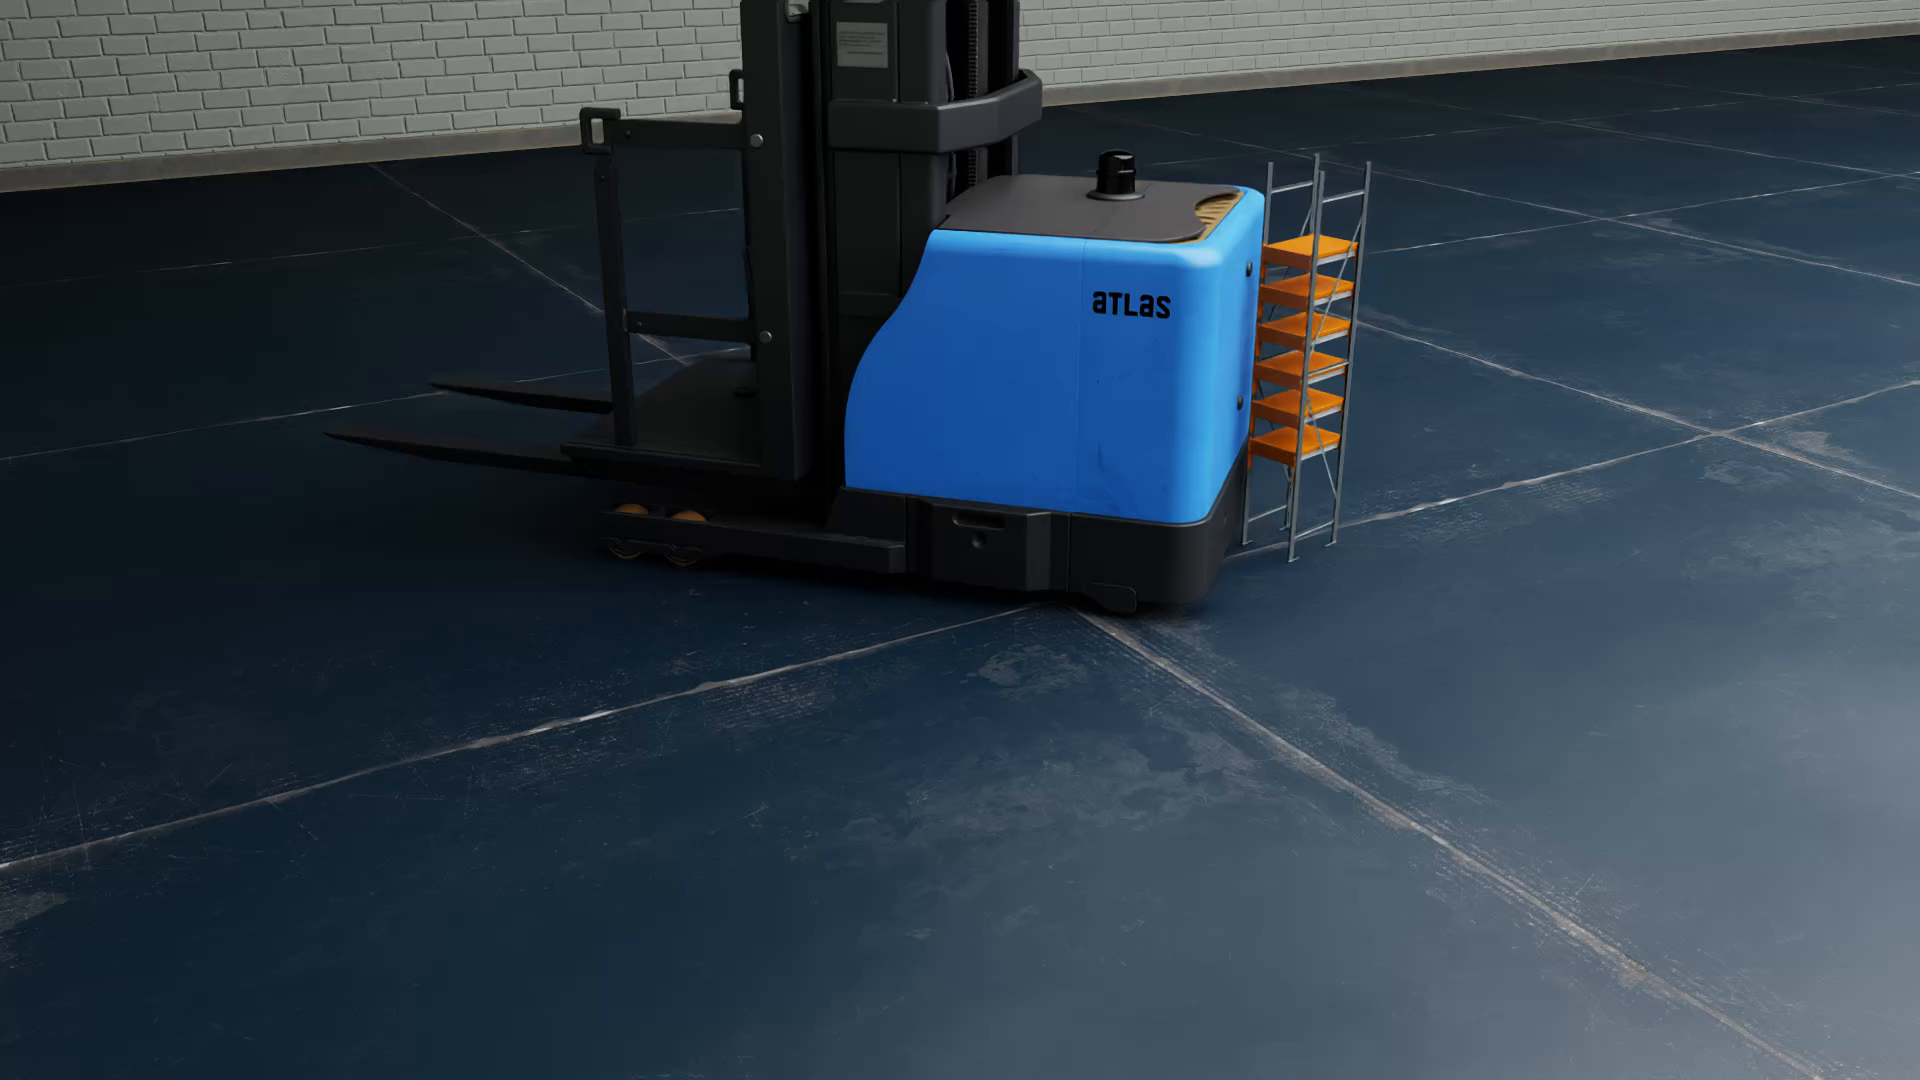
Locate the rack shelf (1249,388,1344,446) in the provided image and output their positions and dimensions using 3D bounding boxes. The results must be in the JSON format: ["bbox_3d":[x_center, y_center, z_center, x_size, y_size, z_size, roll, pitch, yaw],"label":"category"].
[{"bbox_3d":[1.039,-0.386,5.099,0.258,0.103,0.180,-19,29,-38],"label":"rack shelf"}]

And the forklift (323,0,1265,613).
[{"bbox_3d":[-0.611,-1.460,5.011,3.031,2.935,1.130,7,23,16],"label":"forklift"}]

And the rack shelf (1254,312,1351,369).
[{"bbox_3d":[1.039,-0.607,5.005,0.258,0.103,0.180,-19,29,-38],"label":"rack shelf"}]

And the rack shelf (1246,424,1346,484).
[{"bbox_3d":[1.040,-0.276,5.145,0.258,0.103,0.180,-19,29,-38],"label":"rack shelf"}]

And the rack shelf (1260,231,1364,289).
[{"bbox_3d":[1.038,-0.828,4.912,0.258,0.103,0.180,-19,29,-38],"label":"rack shelf"}]

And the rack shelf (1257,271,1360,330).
[{"bbox_3d":[1.039,-0.718,4.959,0.258,0.103,0.180,-19,29,-38],"label":"rack shelf"}]

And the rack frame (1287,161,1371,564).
[{"bbox_3d":[1.100,-0.511,4.972,0.240,1.200,0.006,-19,29,-38],"label":"rack frame"}]

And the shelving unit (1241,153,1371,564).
[{"bbox_3d":[1.039,-0.538,5.035,0.258,1.200,0.189,-19,29,-38],"label":"shelving unit"}]

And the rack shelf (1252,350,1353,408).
[{"bbox_3d":[1.039,-0.497,5.052,0.258,0.103,0.180,-19,29,-38],"label":"rack shelf"}]

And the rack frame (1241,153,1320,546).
[{"bbox_3d":[0.978,-0.564,5.098,0.240,1.200,0.006,-19,29,-38],"label":"rack frame"}]
